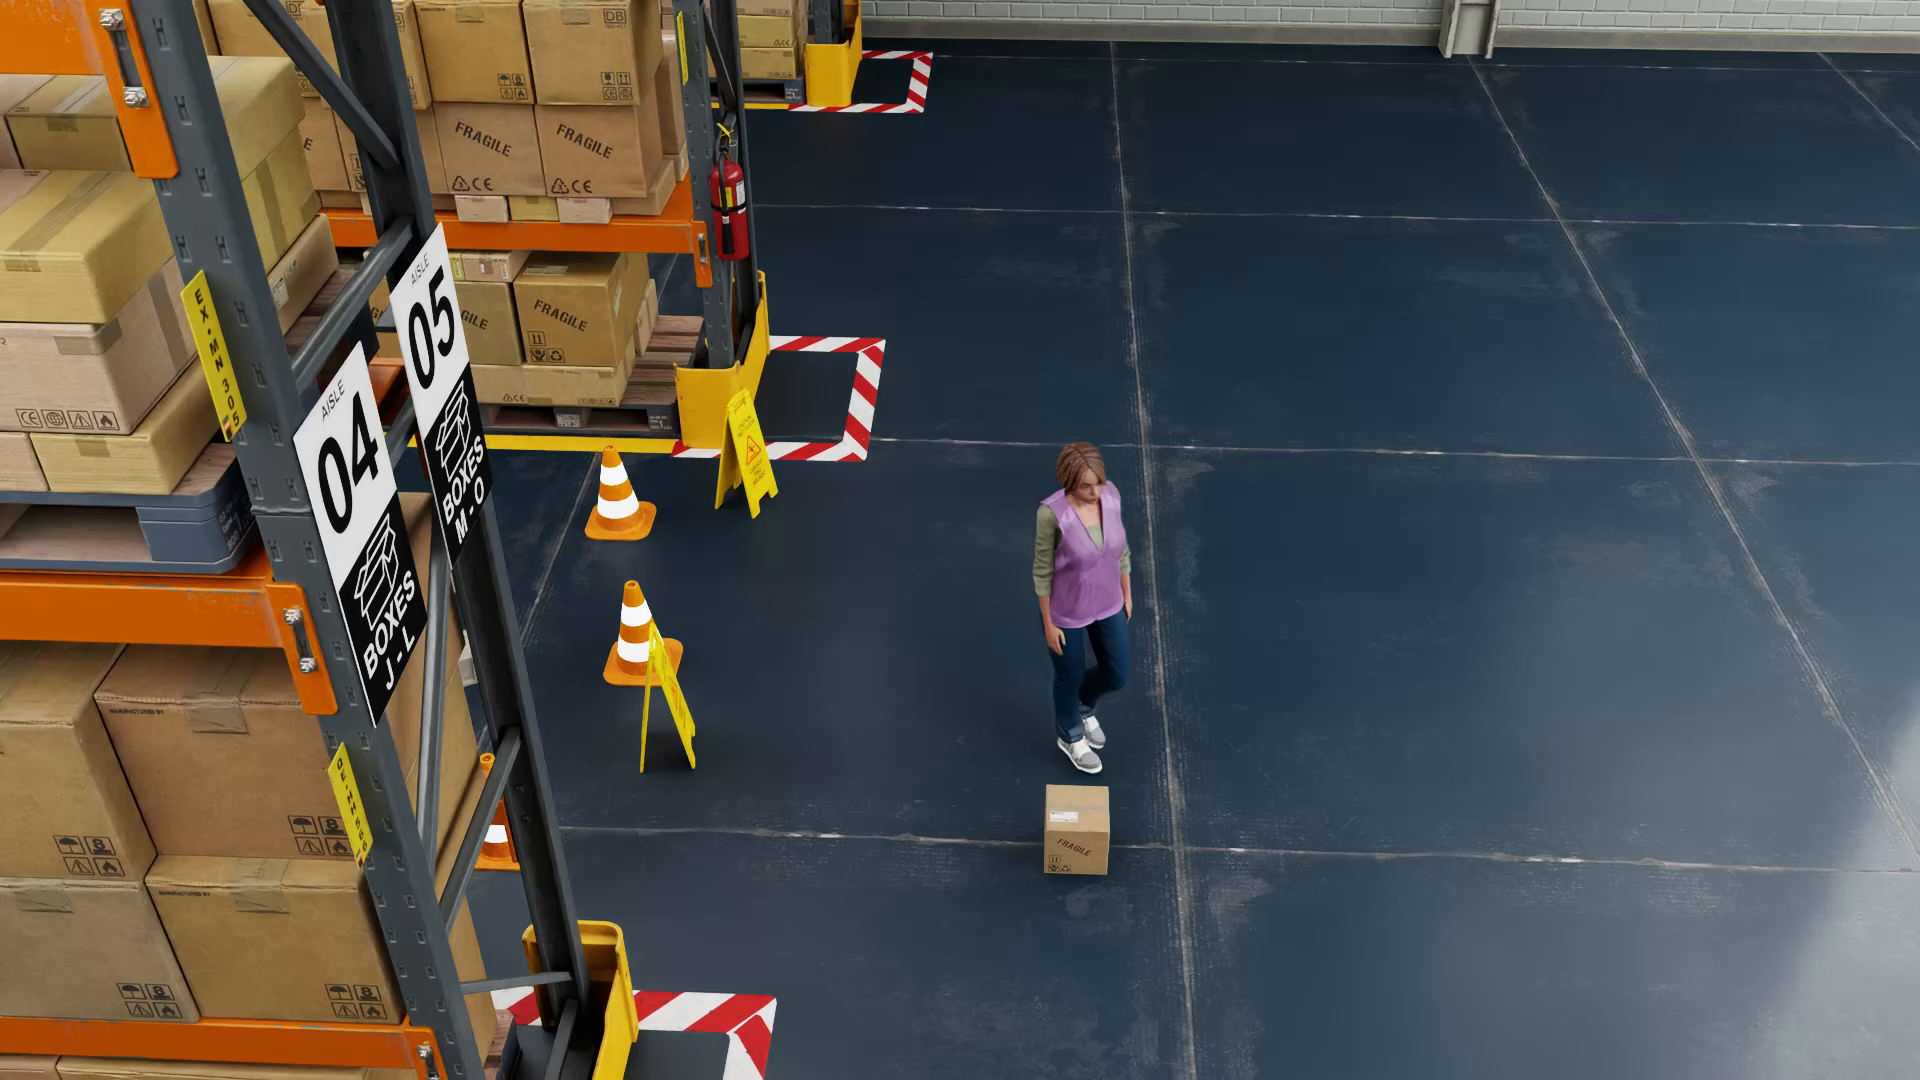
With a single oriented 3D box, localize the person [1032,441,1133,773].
[{"bbox_3d":[0.488,0.277,6.727,0.441,1.608,0.360,-16,39,-21],"label":"person"}]
